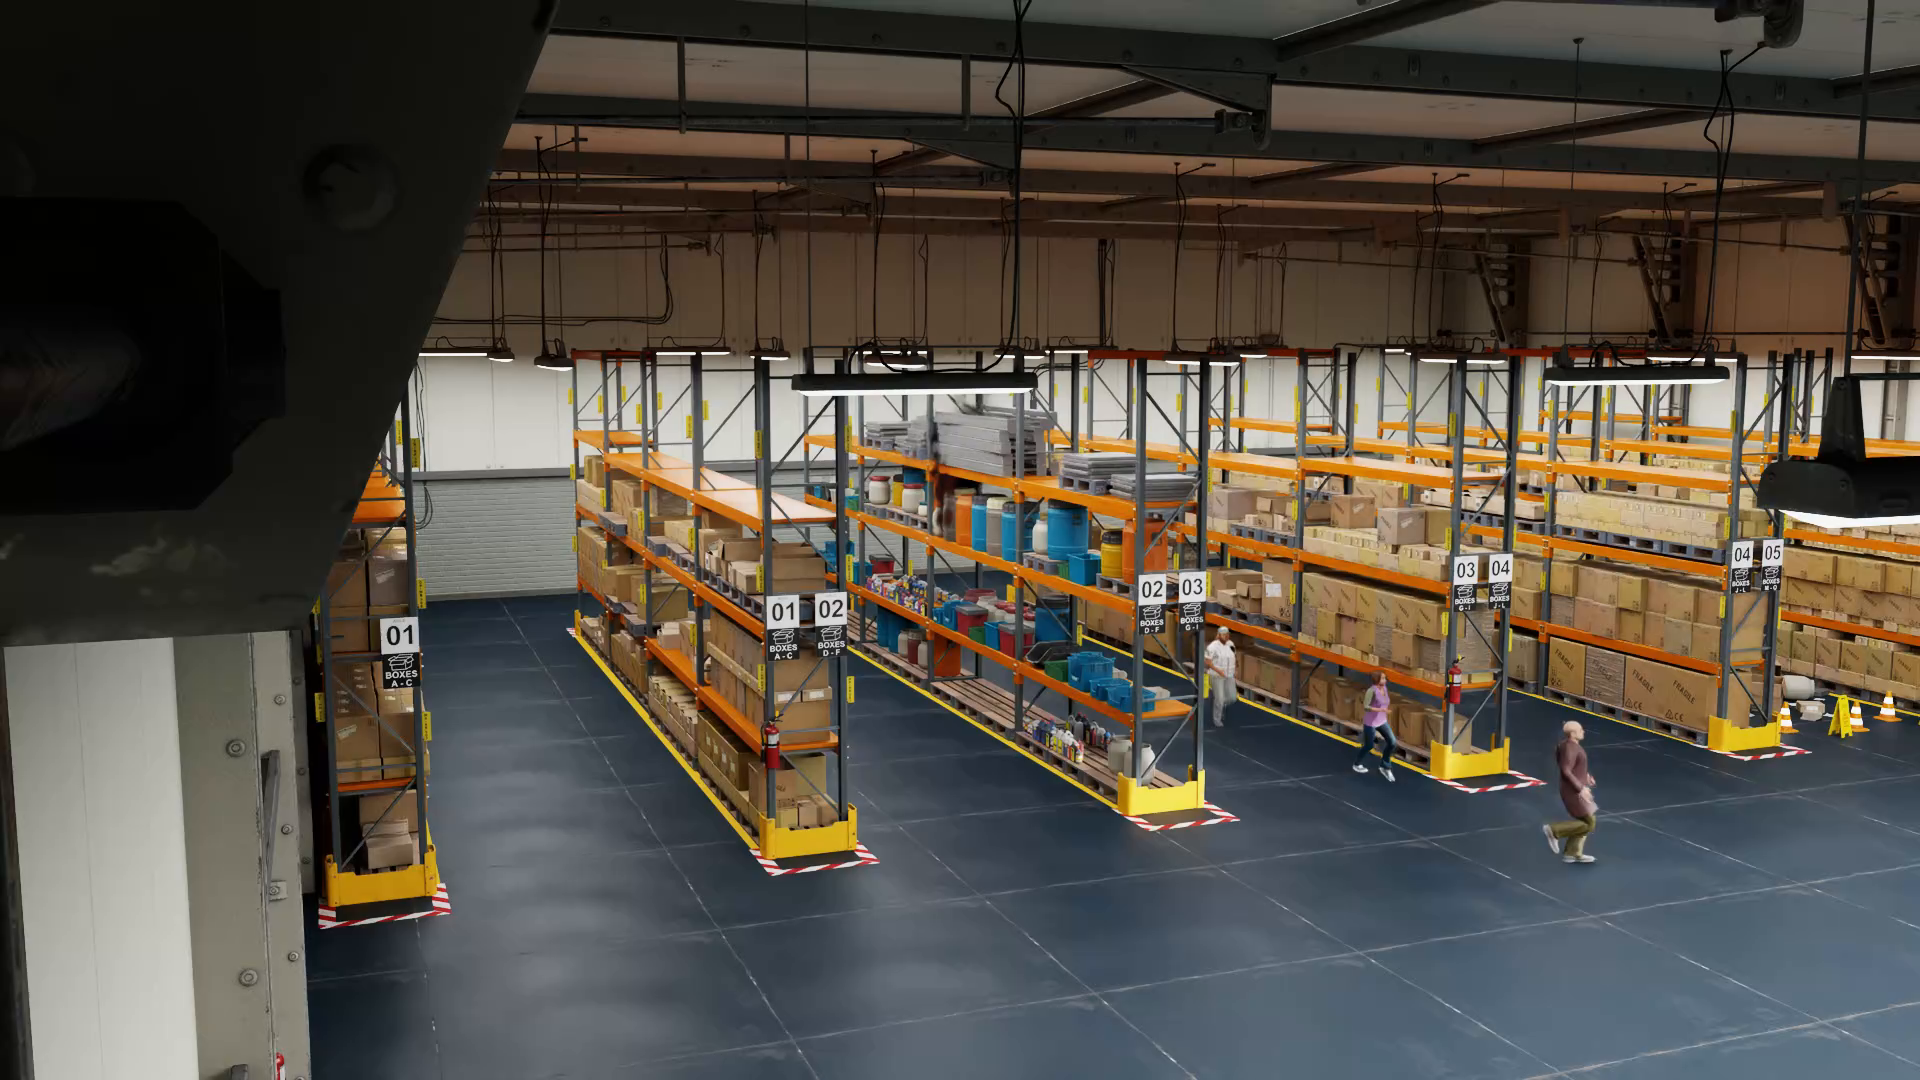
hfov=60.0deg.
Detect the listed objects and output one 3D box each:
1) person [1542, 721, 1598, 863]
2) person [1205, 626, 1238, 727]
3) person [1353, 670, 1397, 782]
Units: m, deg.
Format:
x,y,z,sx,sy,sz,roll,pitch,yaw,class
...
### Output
x,y,z,sx,sy,sz,roll,pitch,yaw,class
7.308,3.019,19.918,0.629,1.720,0.726,1,7,11,person
4.251,2.194,26.907,0.640,1.626,0.571,-3,8,-23,person
5.887,2.623,23.608,0.564,1.607,0.742,-5,8,-33,person
